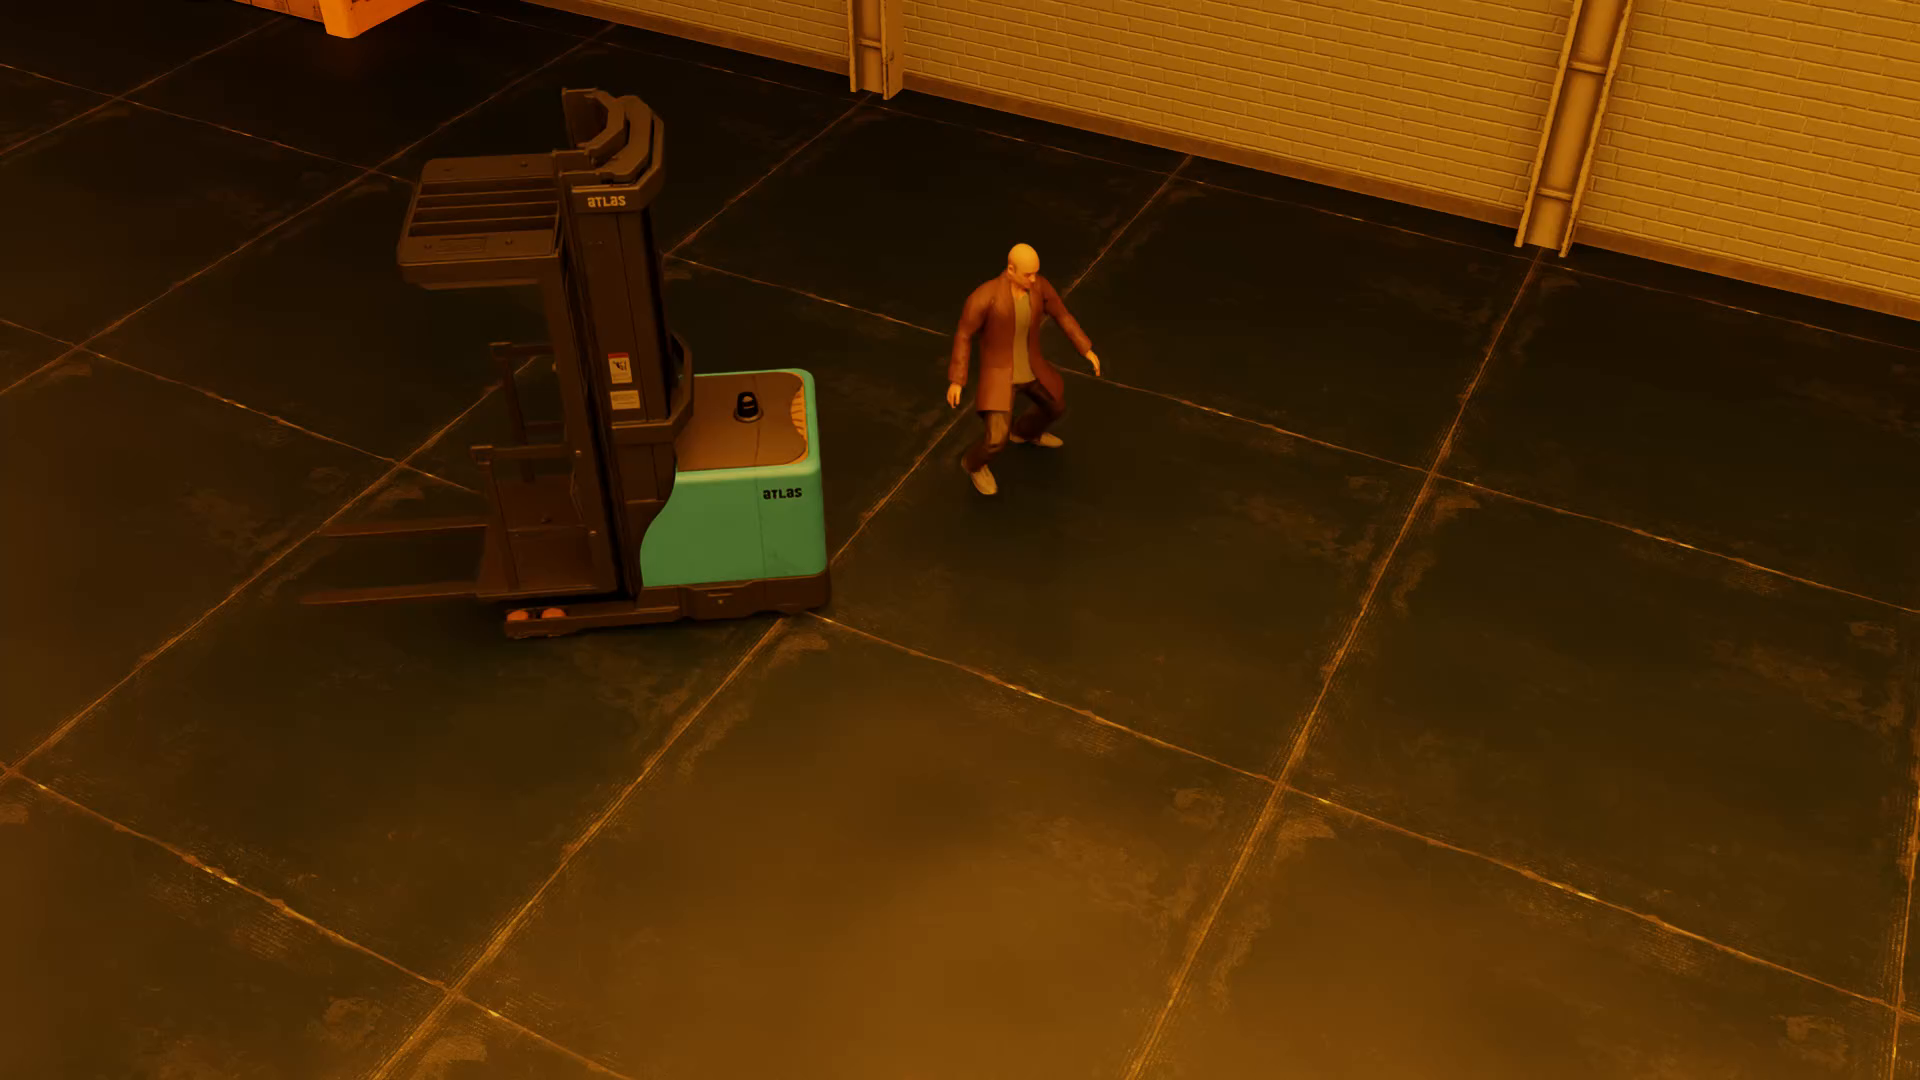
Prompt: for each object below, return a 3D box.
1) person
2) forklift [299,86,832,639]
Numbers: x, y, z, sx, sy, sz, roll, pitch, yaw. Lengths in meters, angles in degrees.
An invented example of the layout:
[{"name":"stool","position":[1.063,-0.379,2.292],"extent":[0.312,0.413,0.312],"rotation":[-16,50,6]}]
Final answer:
[{"name":"person","position":[0.352,-1.070,10.278],"extent":[0.990,1.658,0.671],"rotation":[-20,44,-22]},{"name":"forklift","position":[-2.306,-0.910,9.067],"extent":[3.031,2.935,1.130],"rotation":[-4,40,-5]}]
